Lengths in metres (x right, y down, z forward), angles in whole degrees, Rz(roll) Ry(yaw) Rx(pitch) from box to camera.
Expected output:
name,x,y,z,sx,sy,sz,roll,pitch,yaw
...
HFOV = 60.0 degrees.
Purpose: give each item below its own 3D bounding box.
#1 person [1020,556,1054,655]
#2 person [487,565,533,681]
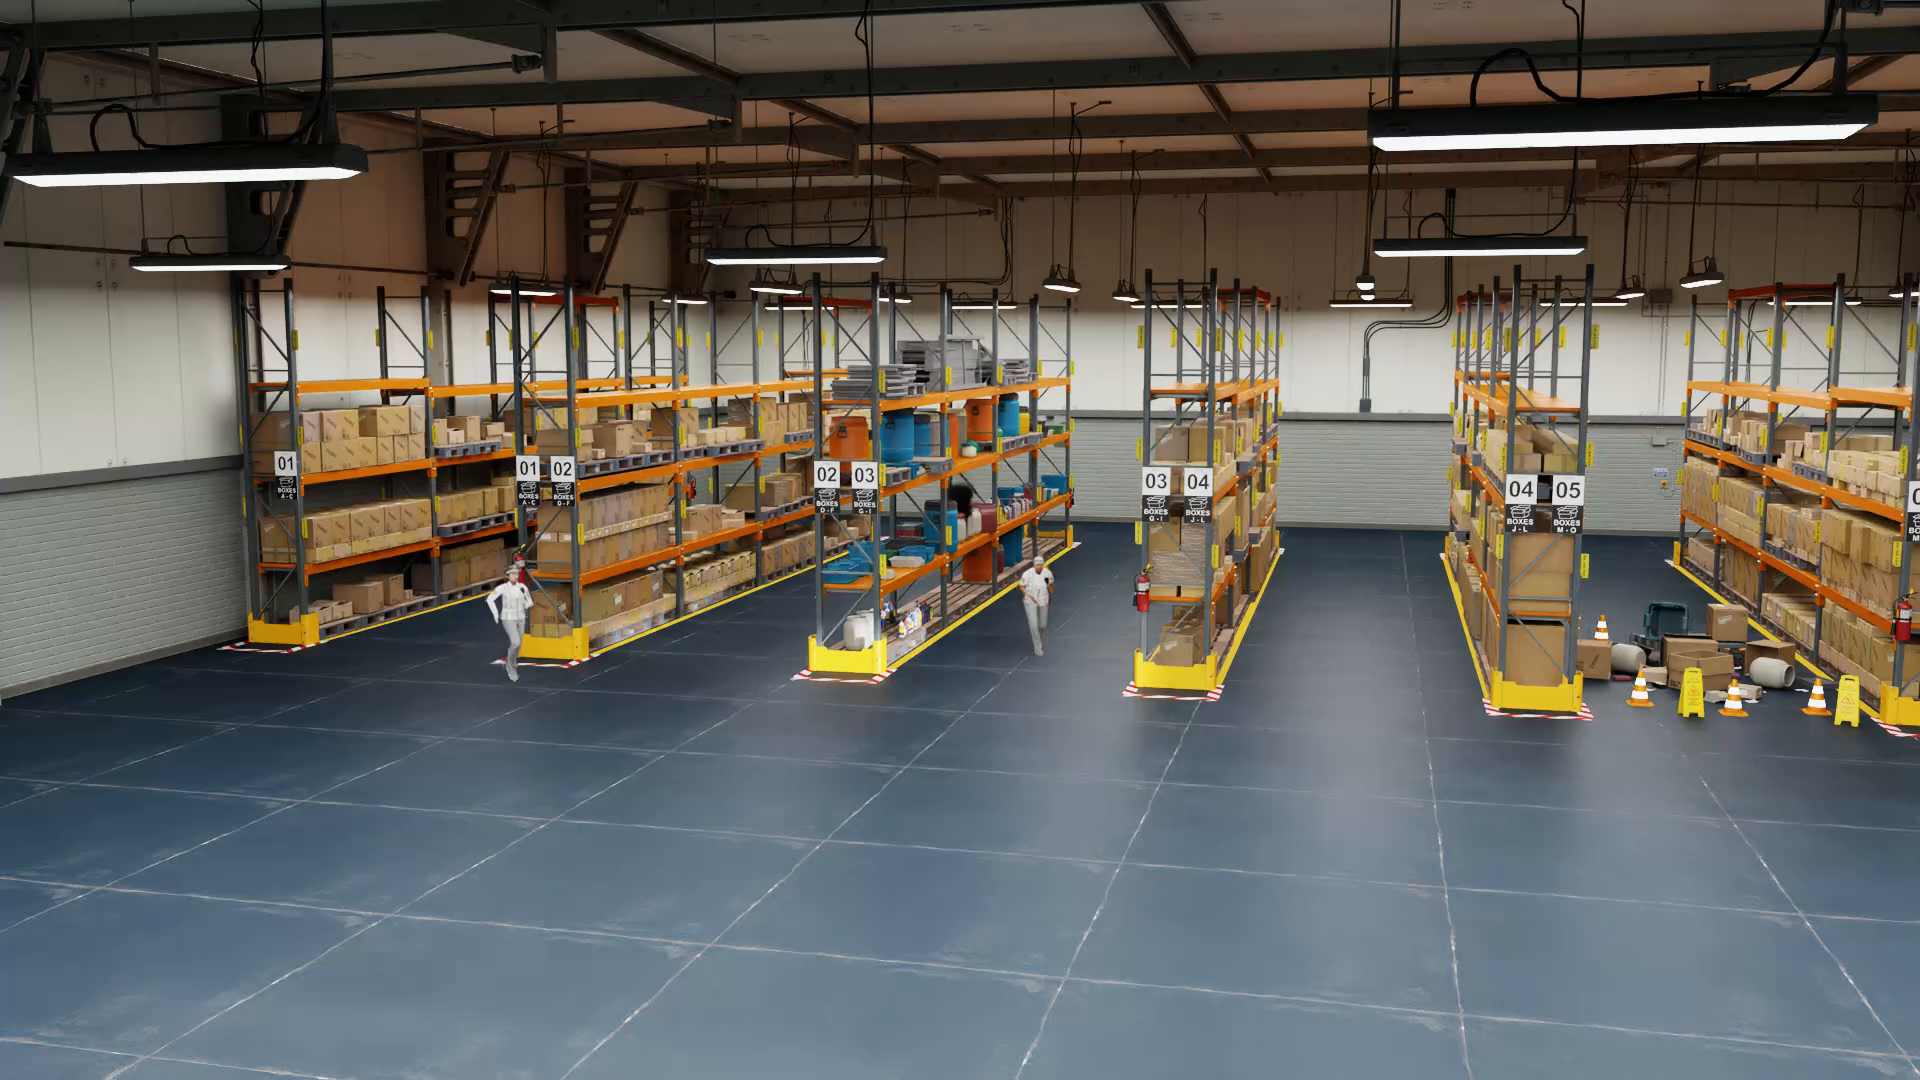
name,x,y,z,sx,sy,sz,roll,pitch,yaw
person,1.234,1.031,26.696,0.572,1.609,0.759,0,7,-3
person,-6.619,1.217,24.651,0.571,1.722,0.708,-7,10,-44
